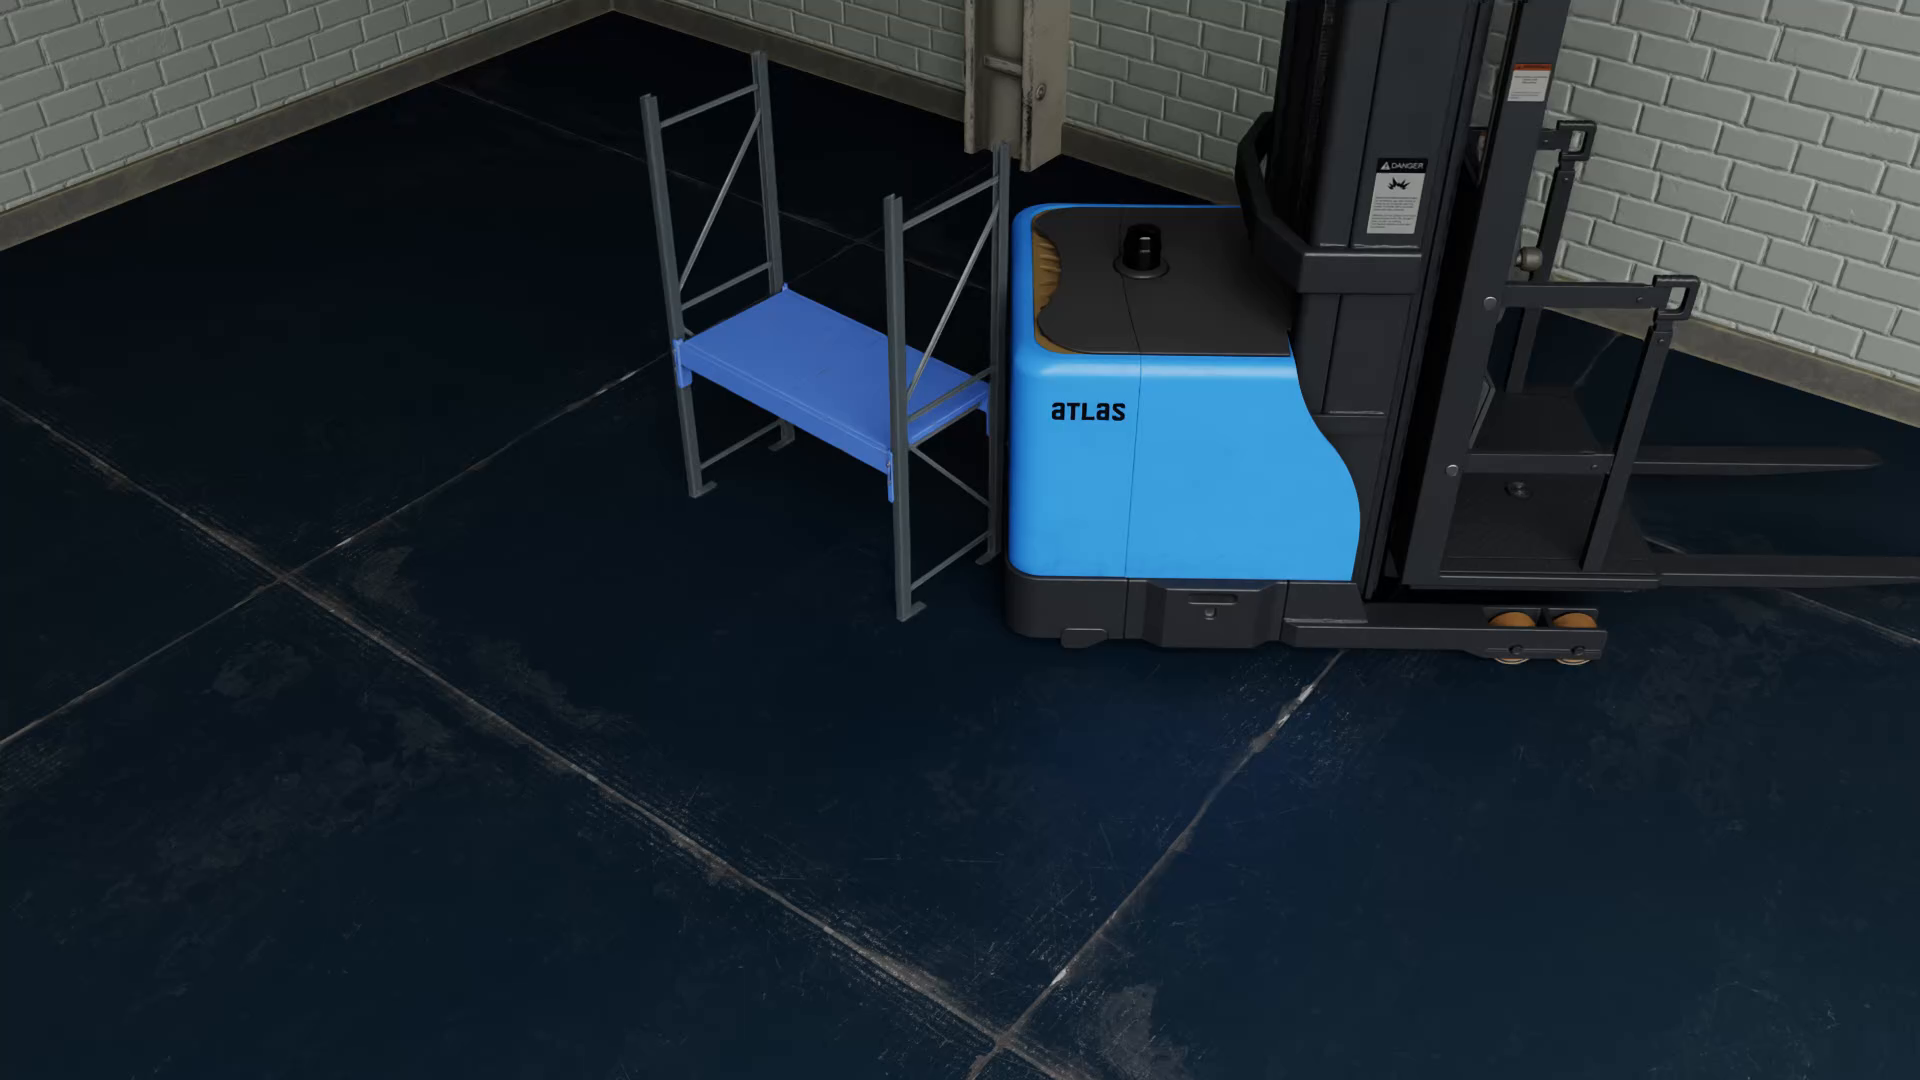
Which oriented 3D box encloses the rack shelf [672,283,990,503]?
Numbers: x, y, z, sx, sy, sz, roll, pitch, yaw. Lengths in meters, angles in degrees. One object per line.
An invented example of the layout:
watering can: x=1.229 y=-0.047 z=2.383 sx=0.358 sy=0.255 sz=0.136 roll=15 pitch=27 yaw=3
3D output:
rack shelf: x=-0.412 y=-0.509 z=5.475 sx=1.000 sy=0.185 sz=0.538 roll=29 pitch=46 yaw=31

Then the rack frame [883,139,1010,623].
rack frame: x=-0.031 y=-0.443 z=5.099 sx=0.032 sy=1.500 sz=0.500 roll=29 pitch=46 yaw=31

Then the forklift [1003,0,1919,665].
forklift: x=1.661 y=-1.093 z=4.769 sx=3.031 sy=2.935 sz=1.130 roll=1 pitch=38 yaw=1

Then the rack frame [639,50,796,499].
rack frame: x=-0.793 y=-0.858 z=5.629 sx=0.032 sy=1.500 sz=0.500 roll=29 pitch=46 yaw=31

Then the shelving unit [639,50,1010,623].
shelving unit: x=-0.412 y=-0.650 z=5.364 sx=1.048 sy=1.500 sz=0.538 roll=29 pitch=46 yaw=31

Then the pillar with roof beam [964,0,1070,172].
pillar with roof beam: x=-2.350 y=-3.354 z=2.734 sx=0.400 sy=9.000 sz=9.100 roll=25 pitch=45 yaw=29
